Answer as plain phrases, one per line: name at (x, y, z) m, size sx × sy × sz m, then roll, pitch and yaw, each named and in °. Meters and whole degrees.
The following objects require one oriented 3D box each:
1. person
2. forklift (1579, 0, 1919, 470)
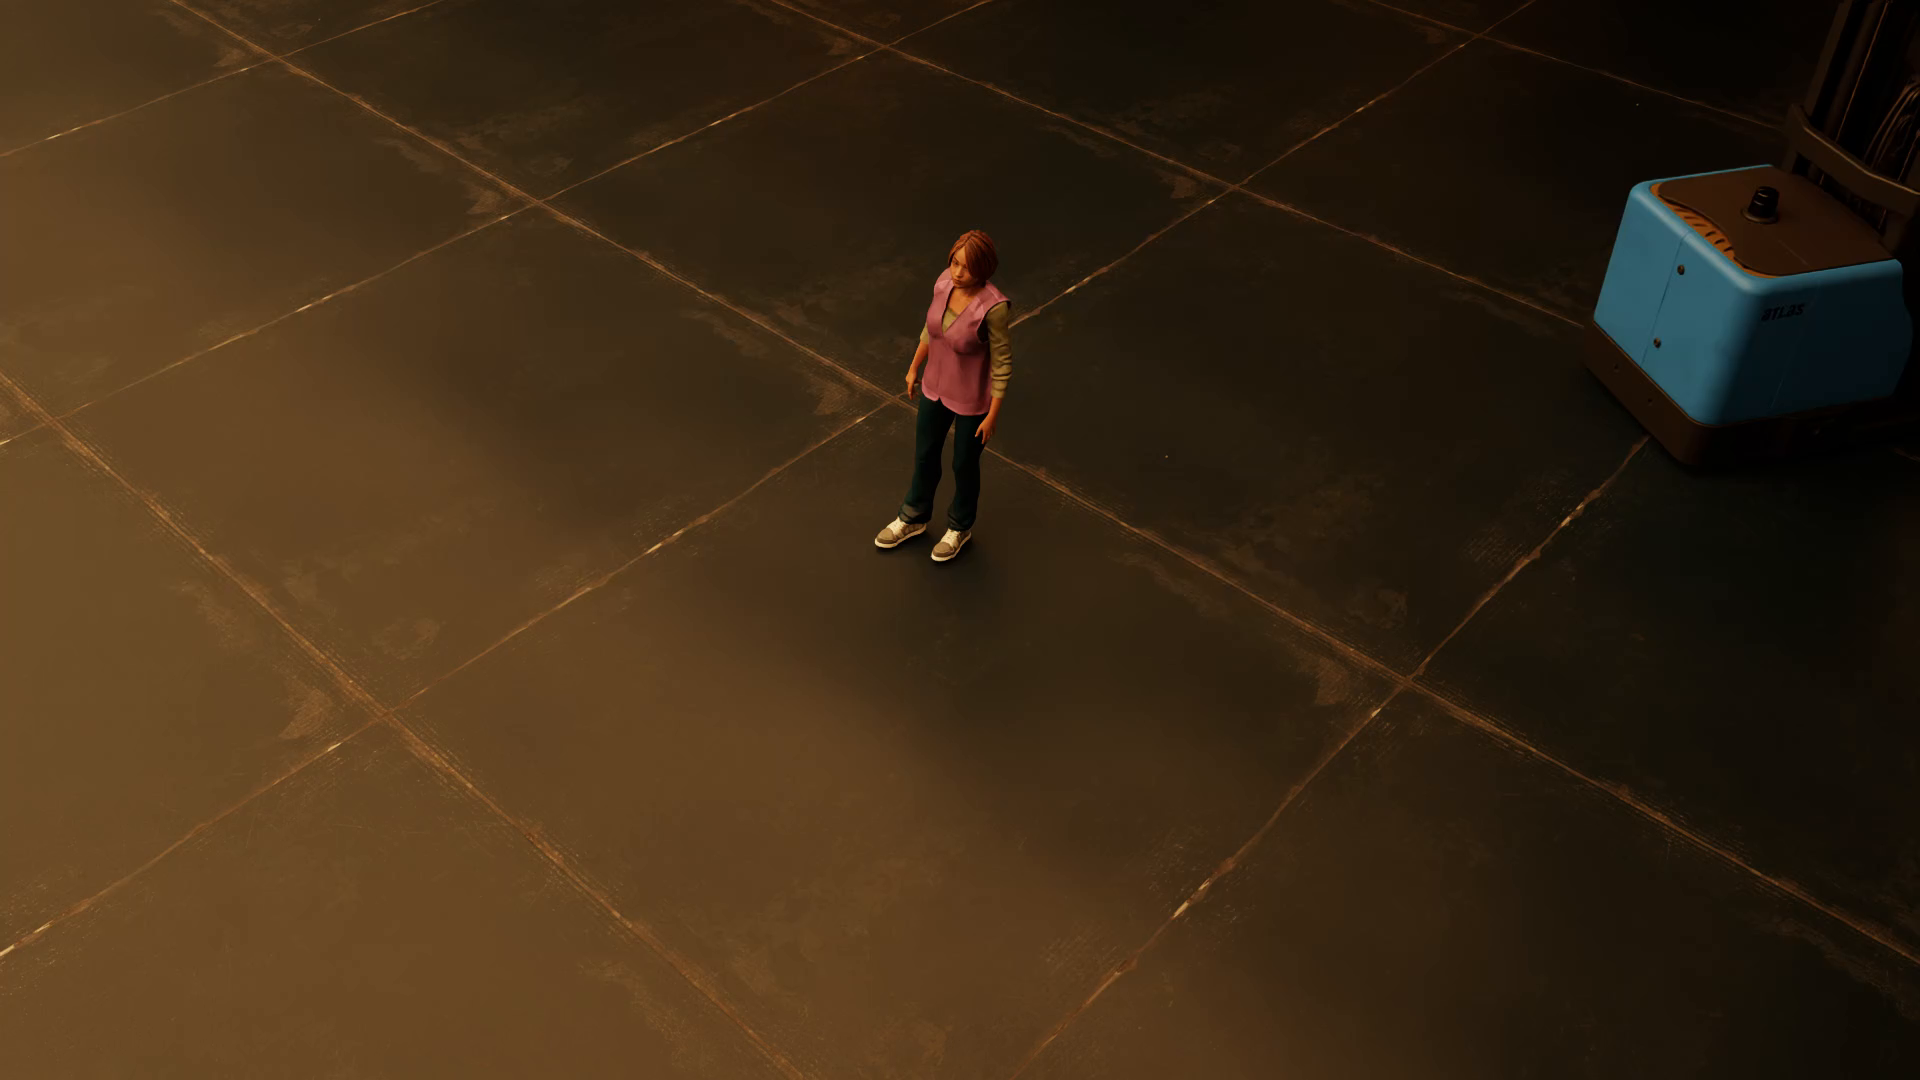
person at (-0.060, -0.583, 7.121) m, size 0.520 × 1.597 × 0.476 m, roll 31°, pitch 49°, yaw 31°
forklift at (4.805, -1.974, 7.730) m, size 3.031 × 2.935 × 1.130 m, roll -10°, pitch 42°, yaw -11°
